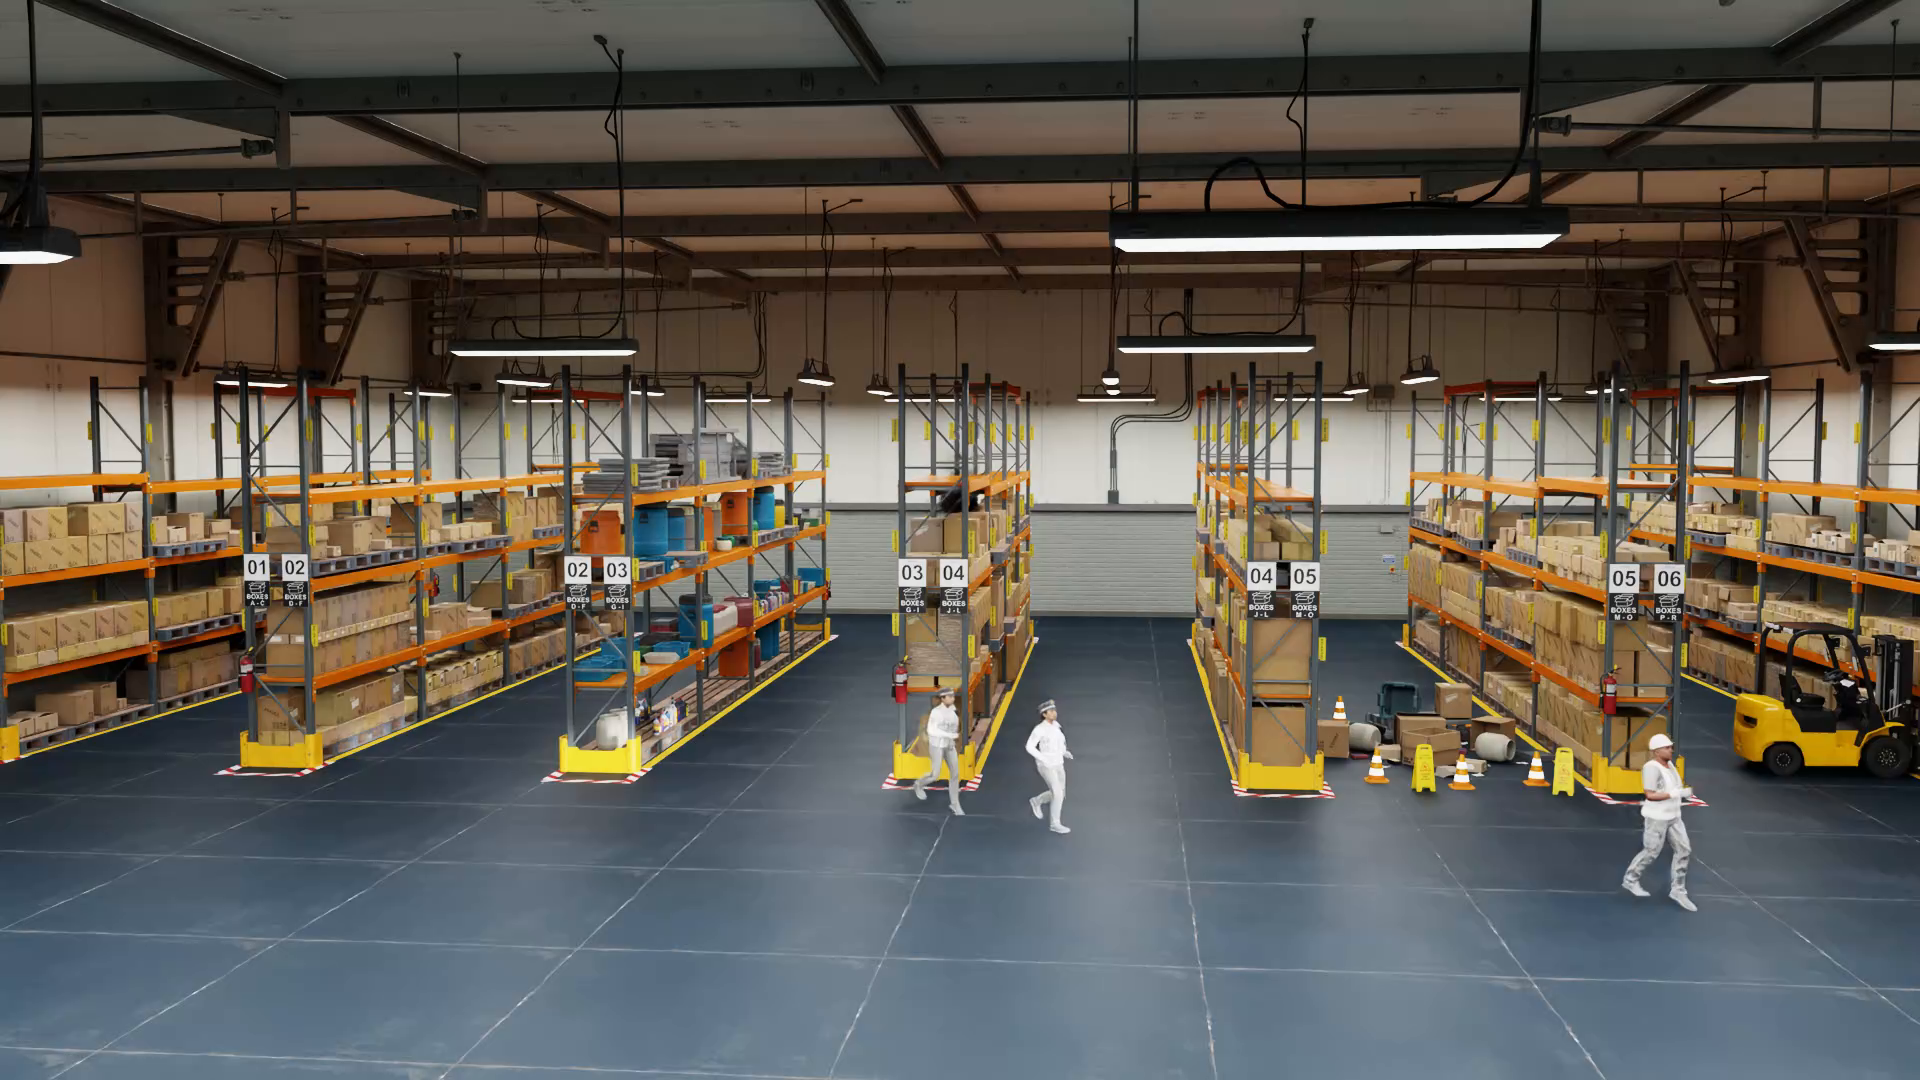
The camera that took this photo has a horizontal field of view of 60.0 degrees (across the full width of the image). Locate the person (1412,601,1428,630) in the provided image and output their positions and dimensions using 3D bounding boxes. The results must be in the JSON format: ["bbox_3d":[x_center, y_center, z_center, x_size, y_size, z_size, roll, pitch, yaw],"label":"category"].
[{"bbox_3d":[11.116,1.587,40.380,0.896,1.611,0.623,3,5,41],"label":"person"}]

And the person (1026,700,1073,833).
[{"bbox_3d":[1.108,2.829,20.946,0.685,1.653,0.620,3,5,42],"label":"person"}]

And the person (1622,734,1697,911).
[{"bbox_3d":[7.418,2.969,17.607,0.657,1.835,0.763,-3,5,-38],"label":"person"}]

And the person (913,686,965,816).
[{"bbox_3d":[-0.266,2.767,22.087,0.925,1.719,0.644,3,5,42],"label":"person"}]
